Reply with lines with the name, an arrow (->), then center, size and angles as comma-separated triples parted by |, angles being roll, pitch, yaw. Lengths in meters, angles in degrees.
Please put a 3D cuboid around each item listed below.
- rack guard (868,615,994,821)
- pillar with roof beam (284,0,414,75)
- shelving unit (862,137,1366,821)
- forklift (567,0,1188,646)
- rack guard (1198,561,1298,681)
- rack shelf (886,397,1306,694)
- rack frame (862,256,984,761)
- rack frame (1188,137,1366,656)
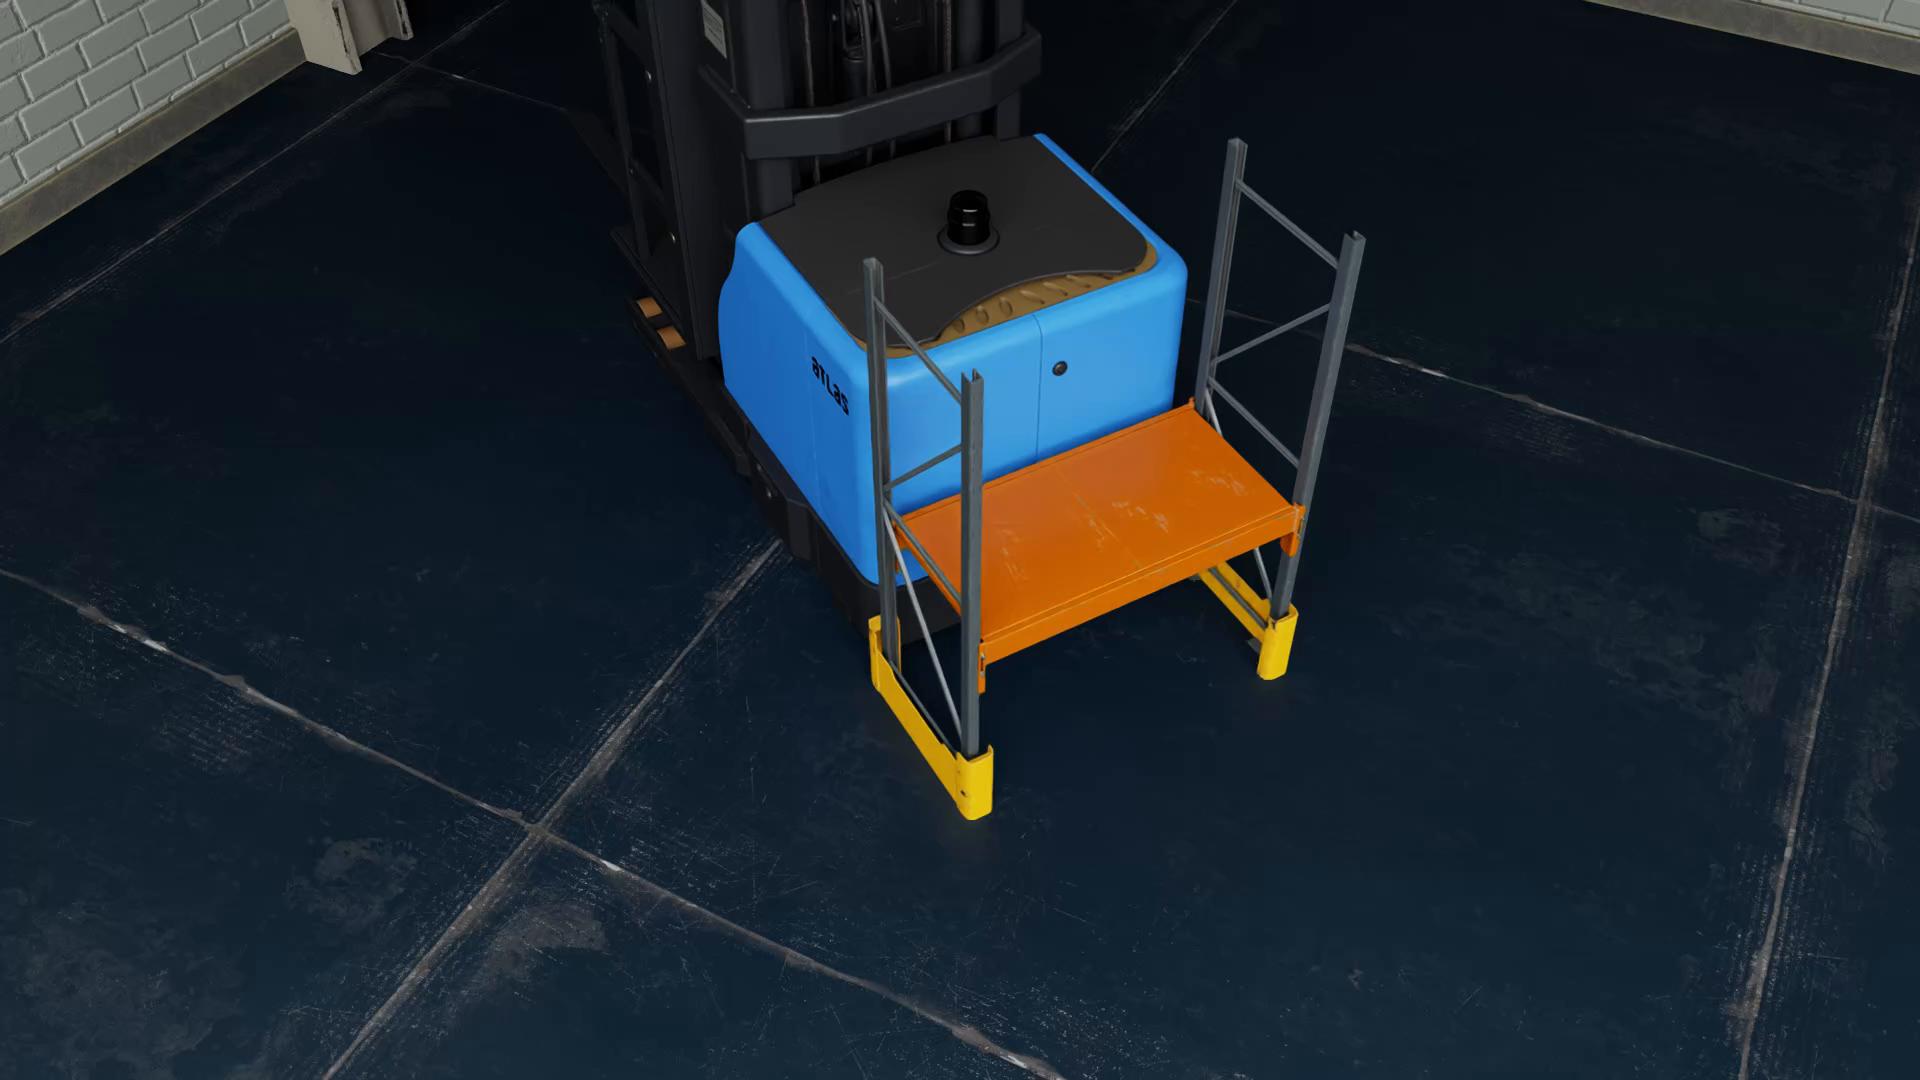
rack guard -> -0.085, 0.481, 4.599 | 0.087, 0.250, 0.587 | -22, 49, -20
pillar with roof beam -> 1.126, -3.946, 2.823 | 9.100, 9.000, 0.400 | 20, 49, 19
shelving unit -> 0.349, -0.133, 4.327 | 1.083, 1.500, 0.587 | -22, 49, -20
forklift -> -0.527, -1.762, 4.931 | 1.130, 2.935, 3.031 | -22, 49, -20
rack guard -> 0.782, 0.132, 4.944 | 0.087, 0.250, 0.587 | -22, 49, -20
rack shelf -> 0.357, -0.010, 4.458 | 1.000, 0.185, 0.538 | -22, 49, -20
rack frame -> -0.086, 0.042, 4.154 | 0.032, 1.500, 0.500 | -22, 49, -20
rack frame -> 0.799, -0.314, 4.506 | 0.032, 1.500, 0.500 | -22, 49, -20
